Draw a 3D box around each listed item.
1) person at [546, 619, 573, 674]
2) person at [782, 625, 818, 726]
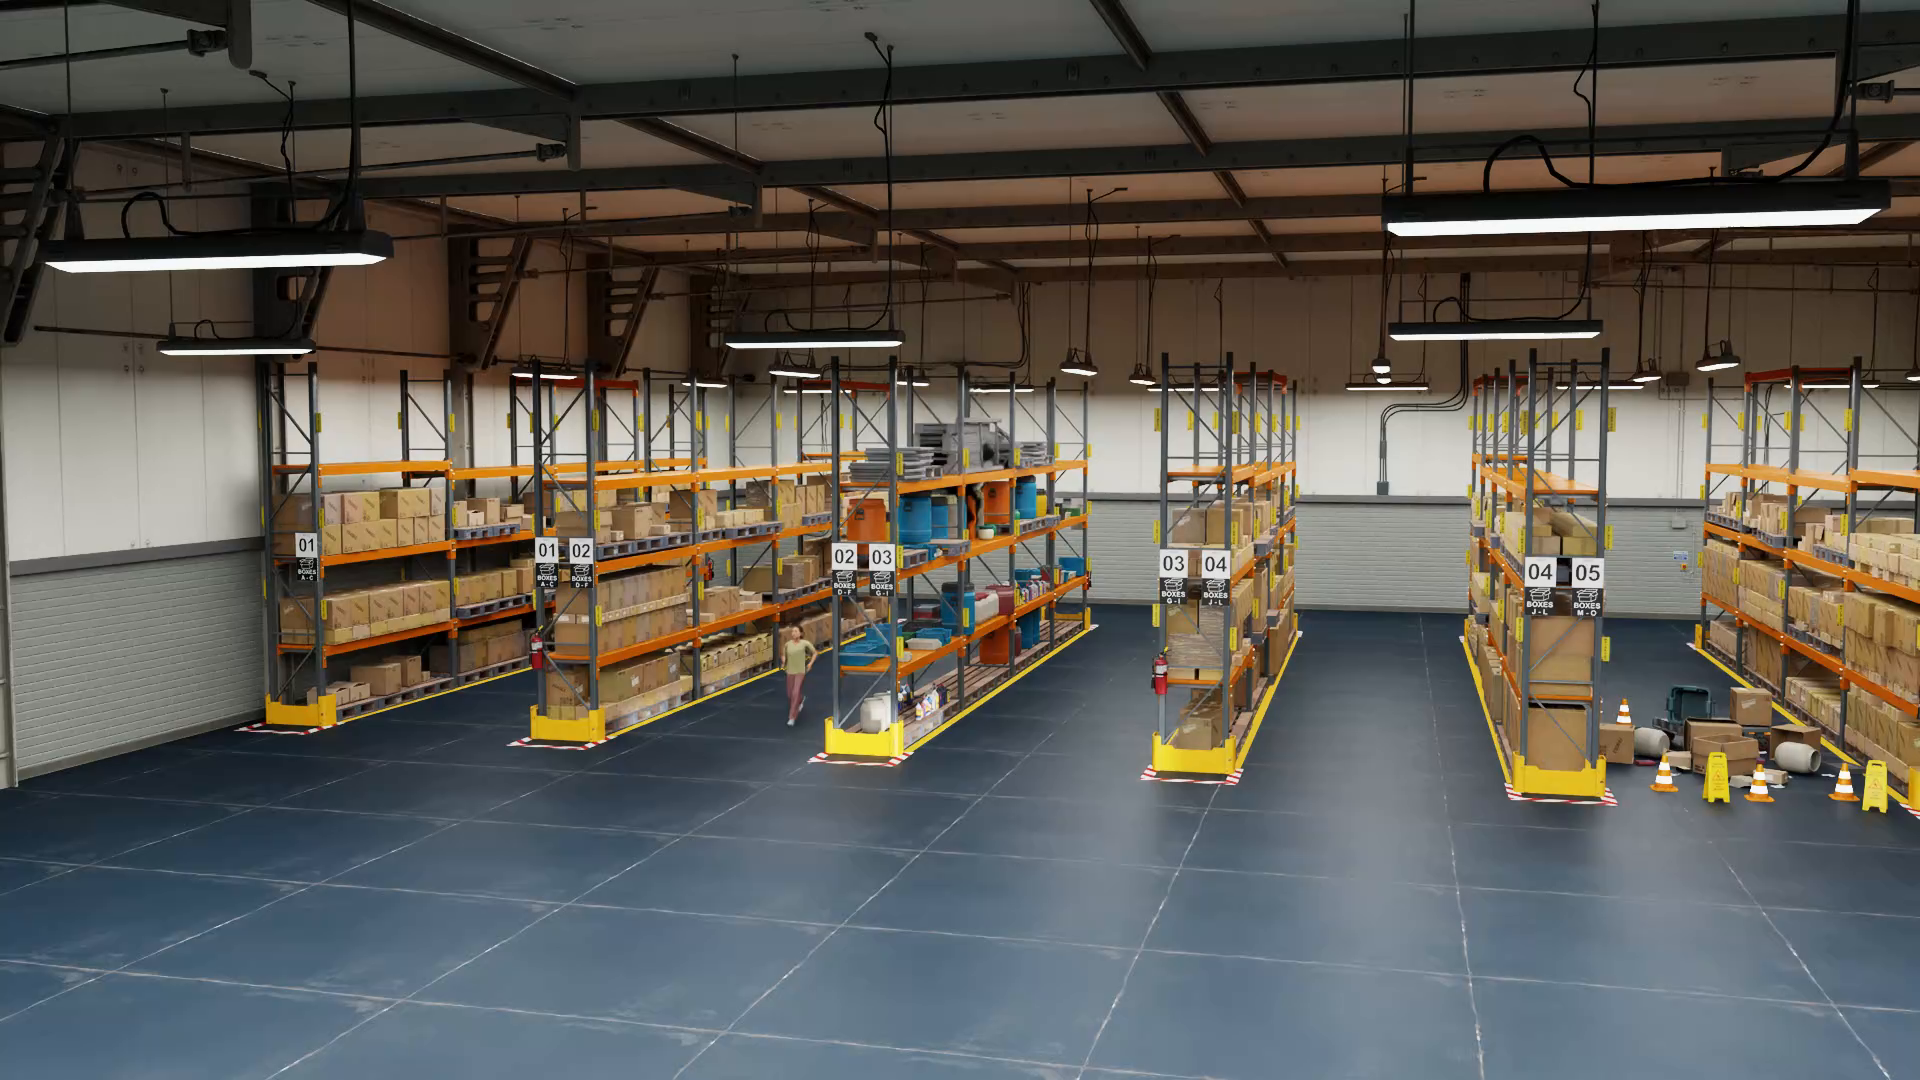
[{"bbox_3d":[-7.152,2.021,29.794,0.644,1.731,0.904,1,4,17],"label":"person"},{"bbox_3d":[-2.713,2.234,27.818,0.593,1.640,0.875,1,4,14],"label":"person"}]
